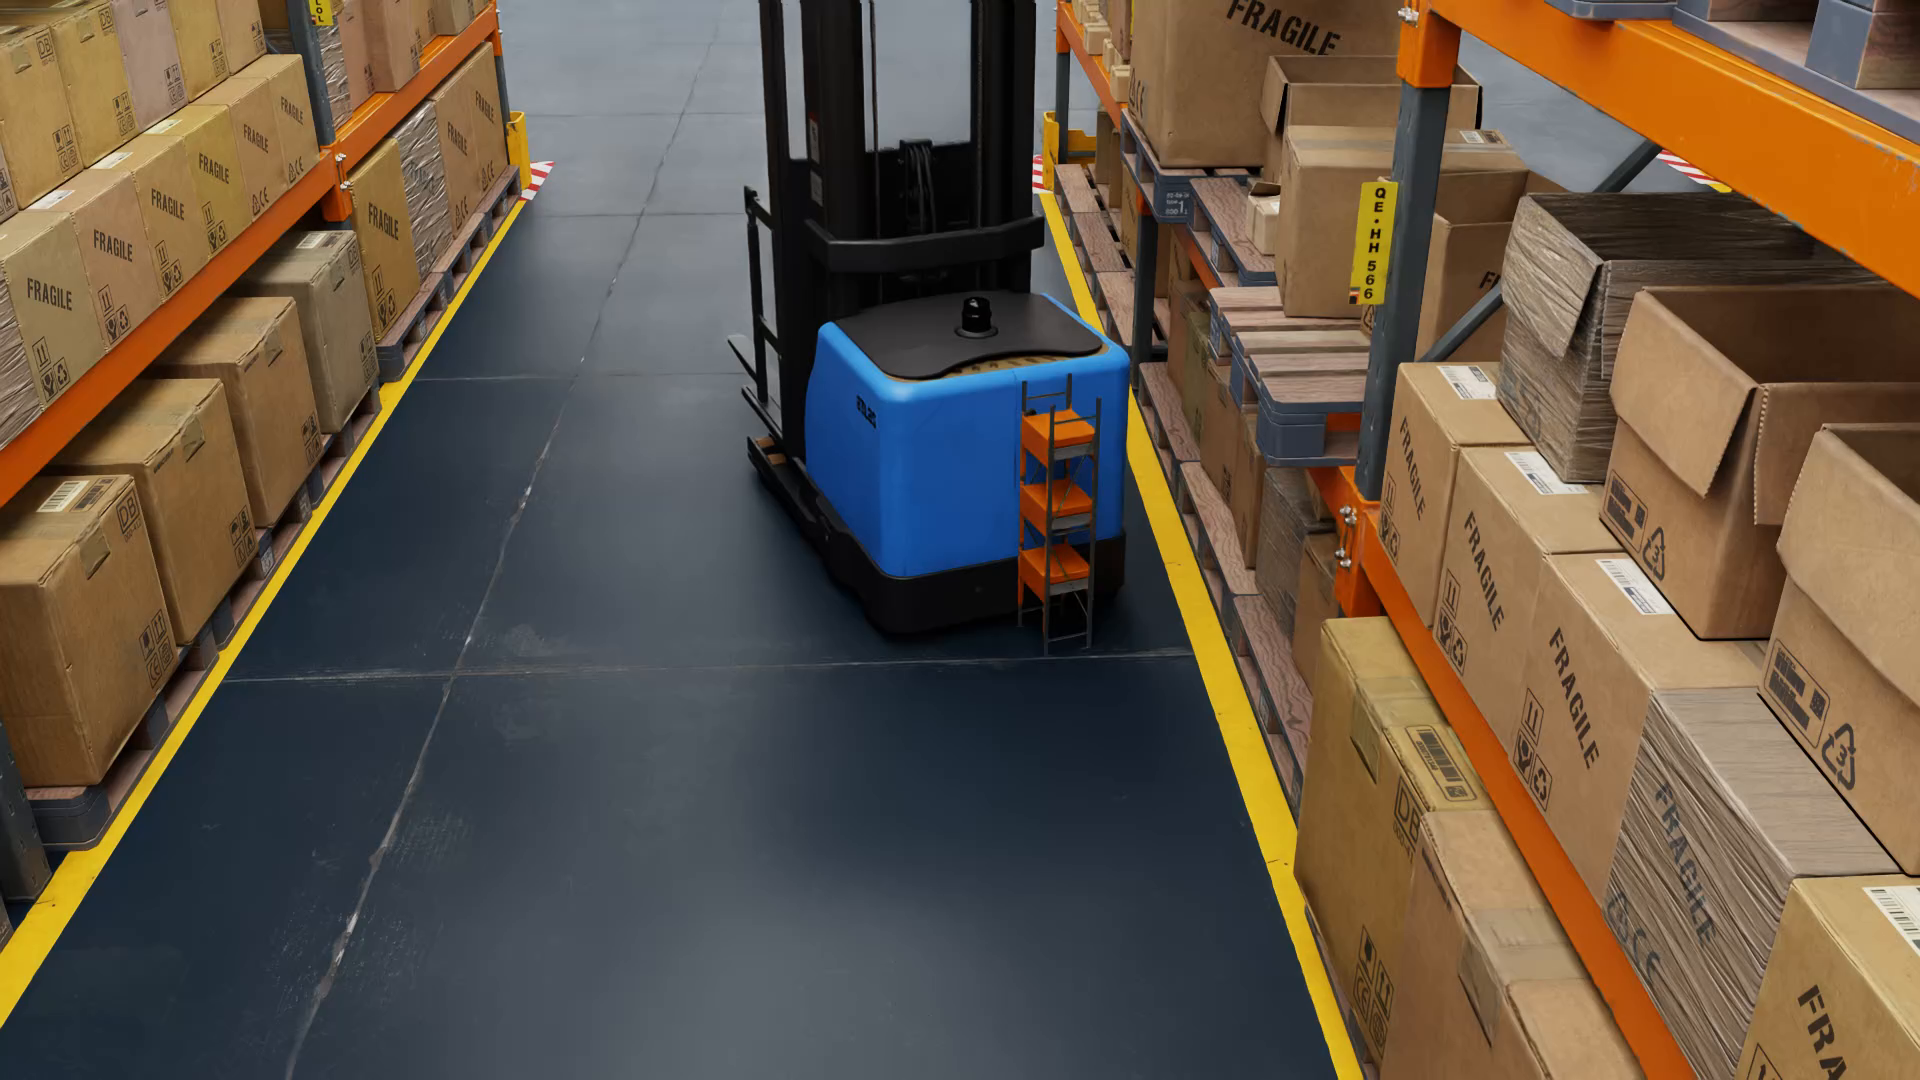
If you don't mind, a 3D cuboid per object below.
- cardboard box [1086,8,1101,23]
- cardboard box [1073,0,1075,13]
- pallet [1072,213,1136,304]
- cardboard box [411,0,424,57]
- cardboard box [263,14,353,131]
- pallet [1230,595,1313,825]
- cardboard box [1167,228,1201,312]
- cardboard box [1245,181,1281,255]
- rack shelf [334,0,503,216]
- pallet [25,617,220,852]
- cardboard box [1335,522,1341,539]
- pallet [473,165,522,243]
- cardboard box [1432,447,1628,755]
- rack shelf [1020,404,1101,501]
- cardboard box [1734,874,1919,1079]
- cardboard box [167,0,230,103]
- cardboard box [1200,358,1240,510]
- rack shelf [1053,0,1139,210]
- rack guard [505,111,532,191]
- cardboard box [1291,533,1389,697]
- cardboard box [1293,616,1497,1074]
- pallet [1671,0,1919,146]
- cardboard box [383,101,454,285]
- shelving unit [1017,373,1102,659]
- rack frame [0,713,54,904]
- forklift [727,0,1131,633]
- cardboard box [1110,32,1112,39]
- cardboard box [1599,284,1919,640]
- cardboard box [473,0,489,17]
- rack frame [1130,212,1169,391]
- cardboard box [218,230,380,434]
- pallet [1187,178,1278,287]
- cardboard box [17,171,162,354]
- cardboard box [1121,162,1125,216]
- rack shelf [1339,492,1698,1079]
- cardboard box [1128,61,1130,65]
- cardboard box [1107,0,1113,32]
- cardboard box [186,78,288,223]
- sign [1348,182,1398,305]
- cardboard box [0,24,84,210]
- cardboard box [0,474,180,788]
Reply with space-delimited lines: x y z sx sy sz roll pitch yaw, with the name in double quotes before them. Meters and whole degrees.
"cardboard box" 1.006 -3.289 10.584 0.380 0.149 0.250 -1 28 -3
"cardboard box" 0.968 -3.635 11.248 0.380 0.149 0.250 -1 28 -3
"pallet" 1.269 -1.790 10.454 1.003 0.211 1.213 -1 28 -3
"cardboard box" -3.673 -3.064 9.719 0.875 0.550 0.500 -1 28 -3
"cardboard box" -3.584 -2.316 8.285 0.875 0.550 0.550 -1 28 -3
"pallet" 1.576 0.570 5.929 1.003 0.211 1.213 -1 28 -3
"cardboard box" 1.425 -1.416 8.970 0.500 0.500 0.500 -2 28 -4
"cardboard box" 1.258 -1.196 5.990 0.396 0.266 0.258 -2 28 -4
"rack shelf" -3.657 -2.684 9.931 1.077 0.370 4.000 -1 28 -3
"pallet" -3.309 0.638 5.798 1.003 0.211 1.213 -1 28 -3
"cardboard box" 1.550 -0.033 5.487 0.500 0.250 0.500 0 28 -1
"pallet" -3.641 -2.323 11.476 1.003 0.211 1.213 -1 28 -3
"cardboard box" 1.398 0.119 3.669 0.500 0.500 0.500 -2 28 -4
"rack shelf" 0.367 -0.324 6.145 0.215 0.259 0.240 -11 29 -19
"cardboard box" 1.474 0.818 2.329 0.500 0.500 0.500 -2 28 -3
"cardboard box" -3.492 -2.100 6.844 0.700 0.500 0.500 -2 28 -3
"cardboard box" 1.452 -0.476 7.147 0.700 0.500 0.500 -4 28 -7
"rack shelf" 1.302 -2.757 10.071 1.077 0.370 4.000 -1 28 -3
"rack guard" -3.762 -2.829 12.134 1.175 0.500 0.348 -1 28 -3
"cardboard box" 1.560 0.299 5.660 0.700 0.500 0.500 -3 28 -5
"cardboard box" 1.630 0.770 4.374 1.225 0.875 0.875 -3 28 -5
"pallet" 1.763 -0.739 2.384 1.003 0.211 1.213 0 28 0
"cardboard box" -3.566 -2.032 9.746 0.875 0.875 0.875 -1 28 -2
"shelving unit" 0.367 -0.082 6.271 0.215 1.050 0.252 -11 29 -19
"rack frame" -3.343 -0.232 4.452 1.000 3.000 0.127 -1 28 -3
"forklift" -0.356 -1.601 7.150 1.130 2.935 3.031 -11 29 -19
"cardboard box" 1.101 -2.944 9.922 0.380 0.149 0.250 -1 28 -3
"cardboard box" 1.668 -0.155 3.111 0.797 0.503 0.637 -1 28 -1
"cardboard box" -3.697 -3.823 11.174 0.875 0.550 0.550 -1 28 -3
"rack frame" 1.406 -2.153 8.134 1.000 3.000 0.127 -1 28 -3
"cardboard box" -3.430 -0.984 7.871 1.050 0.750 0.750 -2 28 -3
"pallet" 1.471 -1.133 6.387 1.003 0.211 1.213 -1 28 -3
"cardboard box" -3.153 -0.958 5.735 0.500 0.500 0.500 -1 28 -3
"cardboard box" 1.292 -2.224 10.520 0.500 0.500 0.500 1 28 2
"rack shelf" 1.719 0.937 2.987 1.077 0.370 4.000 -1 28 -3
"cardboard box" 1.139 -2.597 9.258 0.380 0.149 0.250 -1 28 -3
"cardboard box" 1.342 -3.230 9.770 0.875 0.500 0.500 -1 28 -3
"cardboard box" -3.232 -1.656 7.073 0.500 0.500 0.500 -2 28 -3
"sign" 1.074 -0.766 4.309 0.100 0.325 0.005 -1 28 -3
"cardboard box" -3.414 -1.398 5.497 0.700 0.500 0.500 -2 28 -3
"cardboard box" -3.285 0.296 5.418 1.050 0.750 0.750 -2 28 -3
